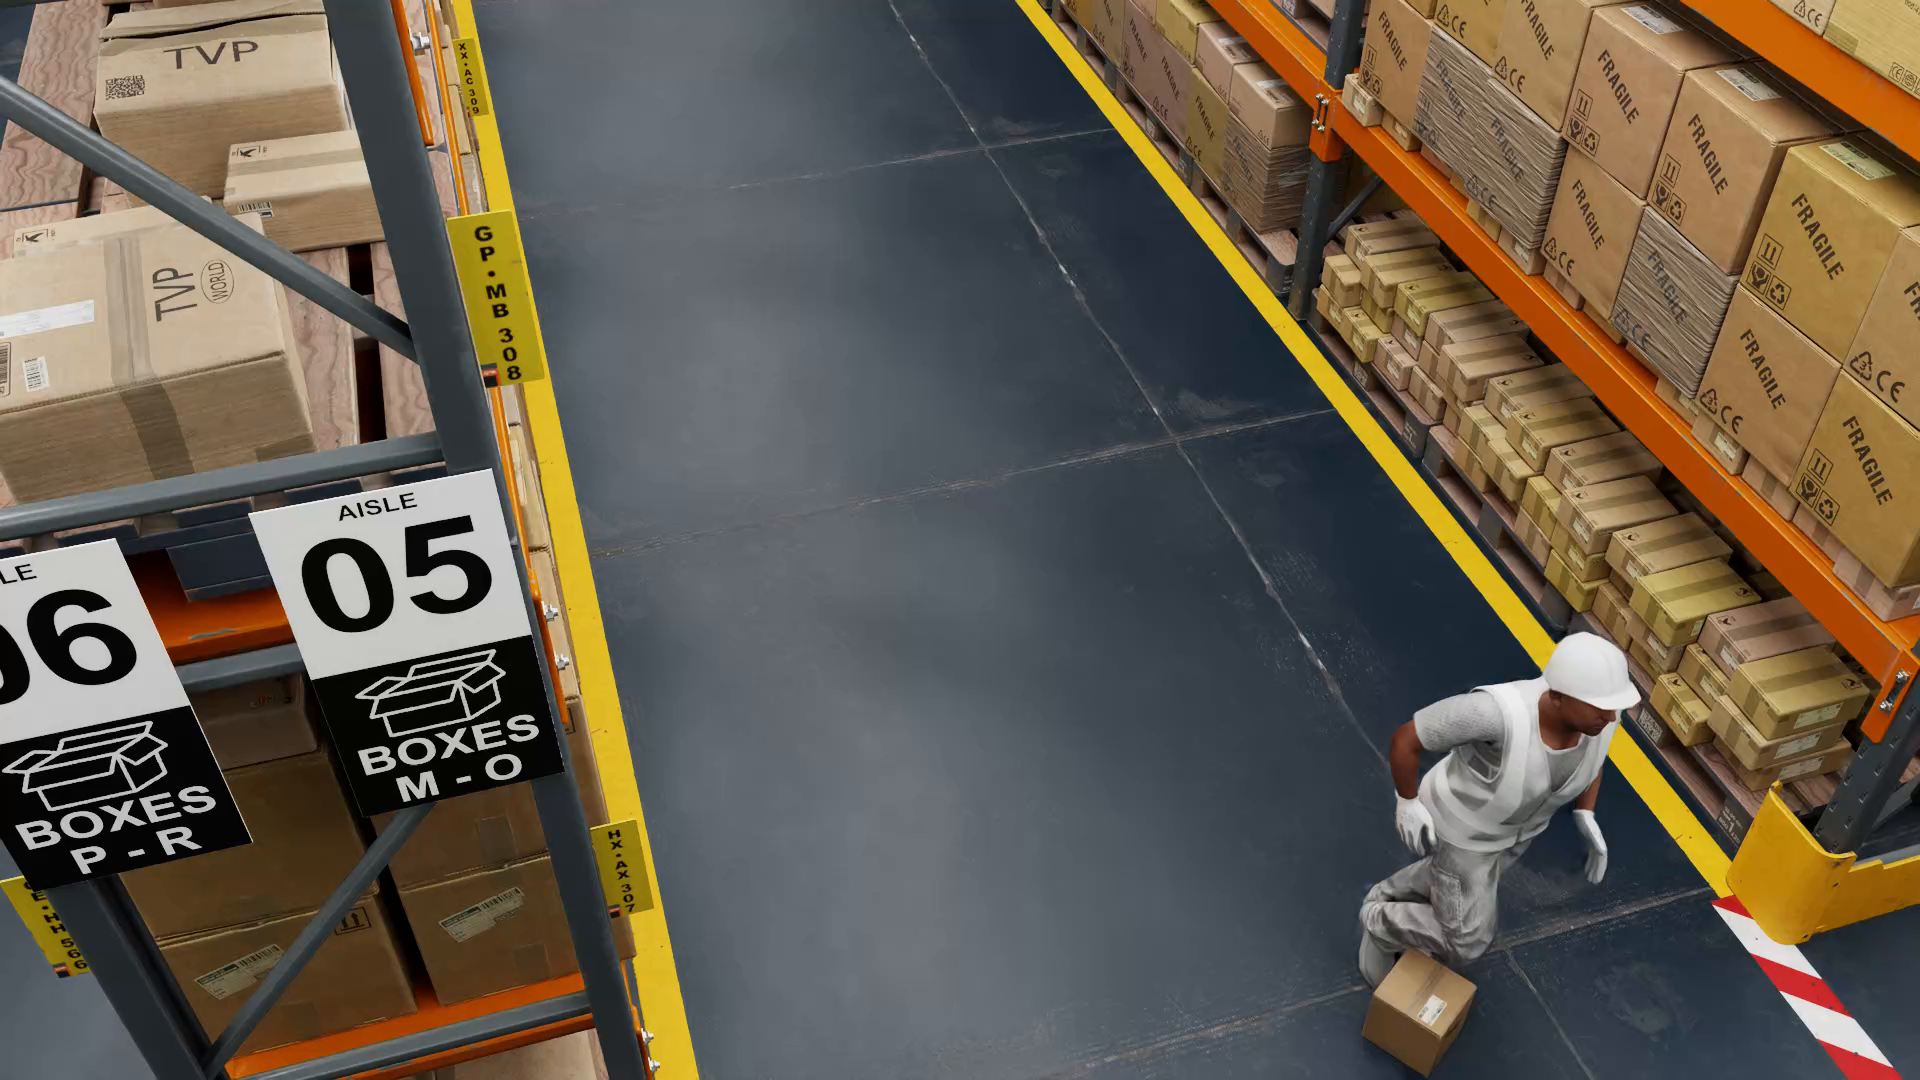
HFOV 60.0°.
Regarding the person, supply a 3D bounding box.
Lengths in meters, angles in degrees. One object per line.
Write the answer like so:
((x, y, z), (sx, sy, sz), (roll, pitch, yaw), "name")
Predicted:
((1.659, 0.873, 5.207), (0.683, 1.724, 0.708), (-17, 45, -18), "person")
